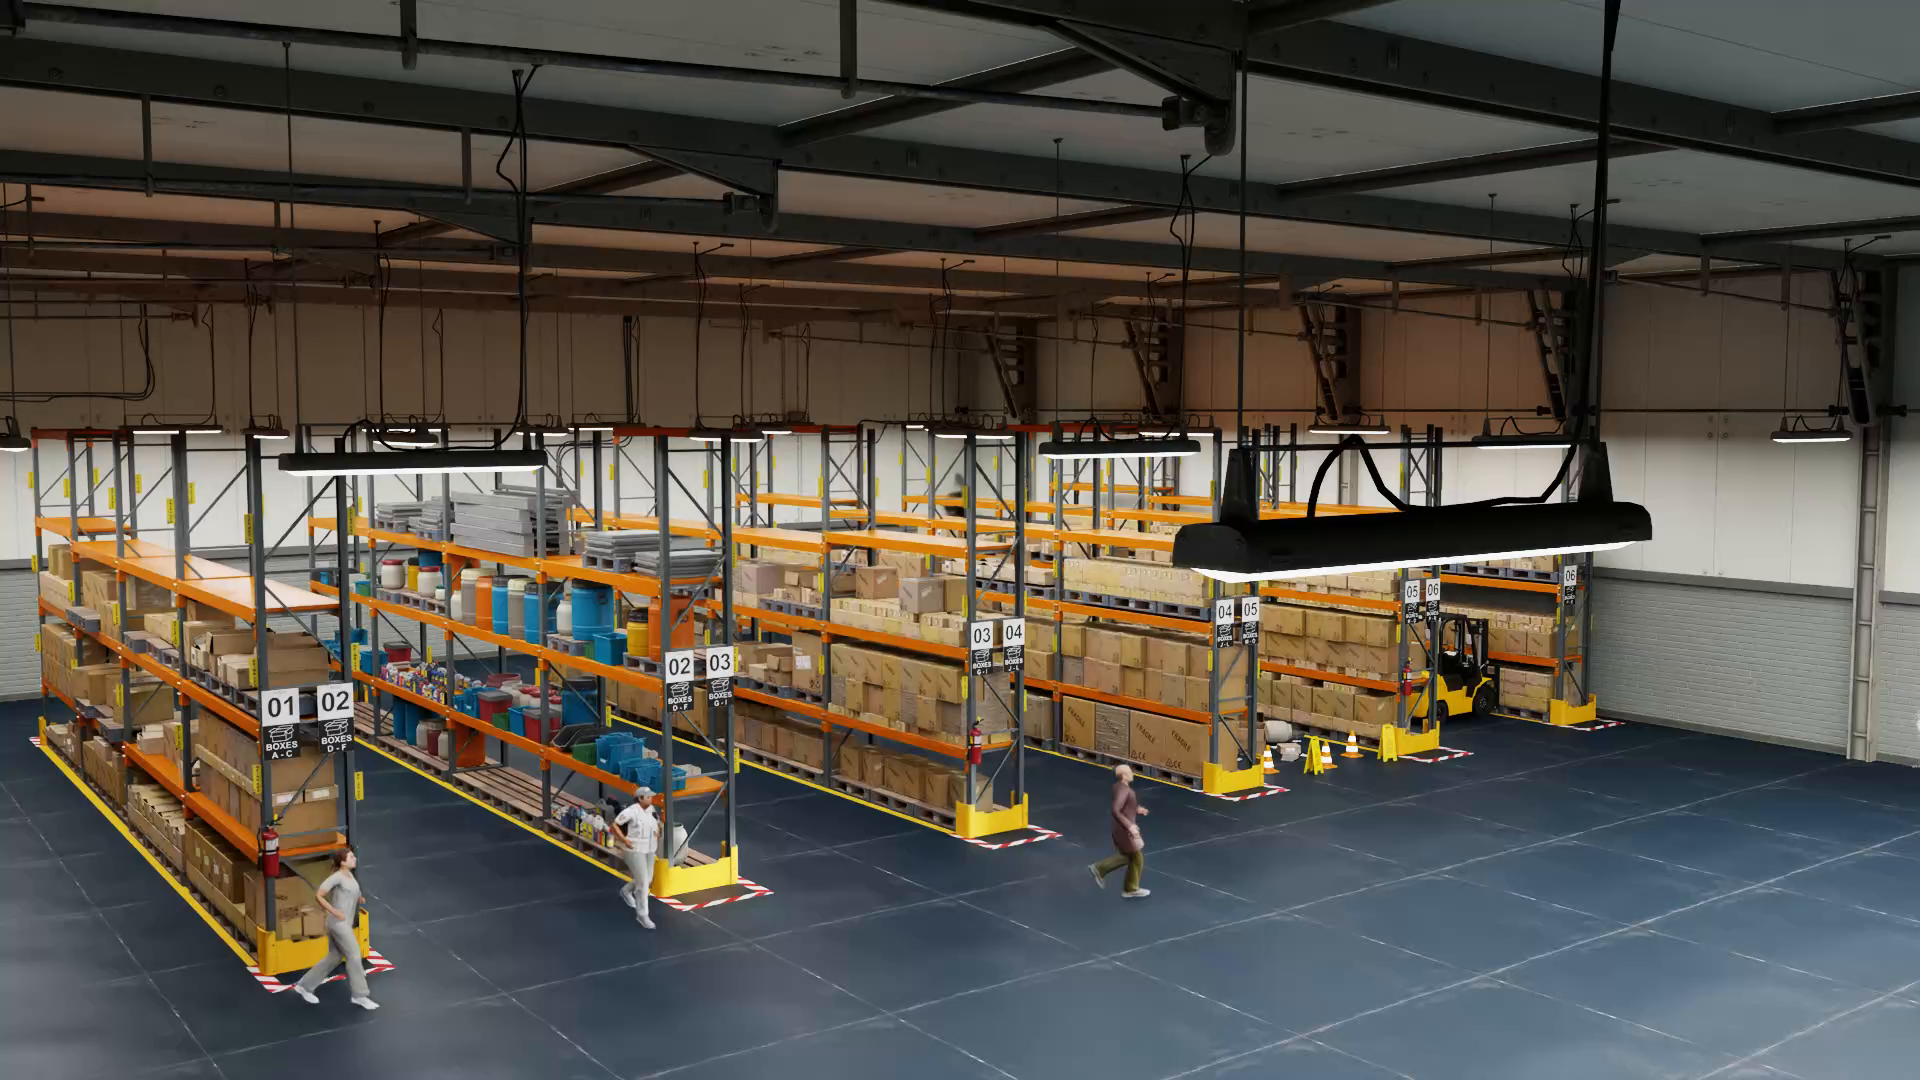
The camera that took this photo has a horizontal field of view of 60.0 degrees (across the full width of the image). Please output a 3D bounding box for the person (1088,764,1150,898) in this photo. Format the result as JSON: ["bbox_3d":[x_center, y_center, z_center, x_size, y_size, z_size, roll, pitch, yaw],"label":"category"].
[{"bbox_3d":[2.074,3.766,21.517,0.799,1.742,0.707,0,4,-3],"label":"person"}]

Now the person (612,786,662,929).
[{"bbox_3d":[-3.968,3.893,20.723,0.927,1.659,0.638,3,5,35],"label":"person"}]

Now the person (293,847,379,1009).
[{"bbox_3d":[-6.630,4.119,17.746,0.889,1.687,0.577,0,5,-6],"label":"person"}]
